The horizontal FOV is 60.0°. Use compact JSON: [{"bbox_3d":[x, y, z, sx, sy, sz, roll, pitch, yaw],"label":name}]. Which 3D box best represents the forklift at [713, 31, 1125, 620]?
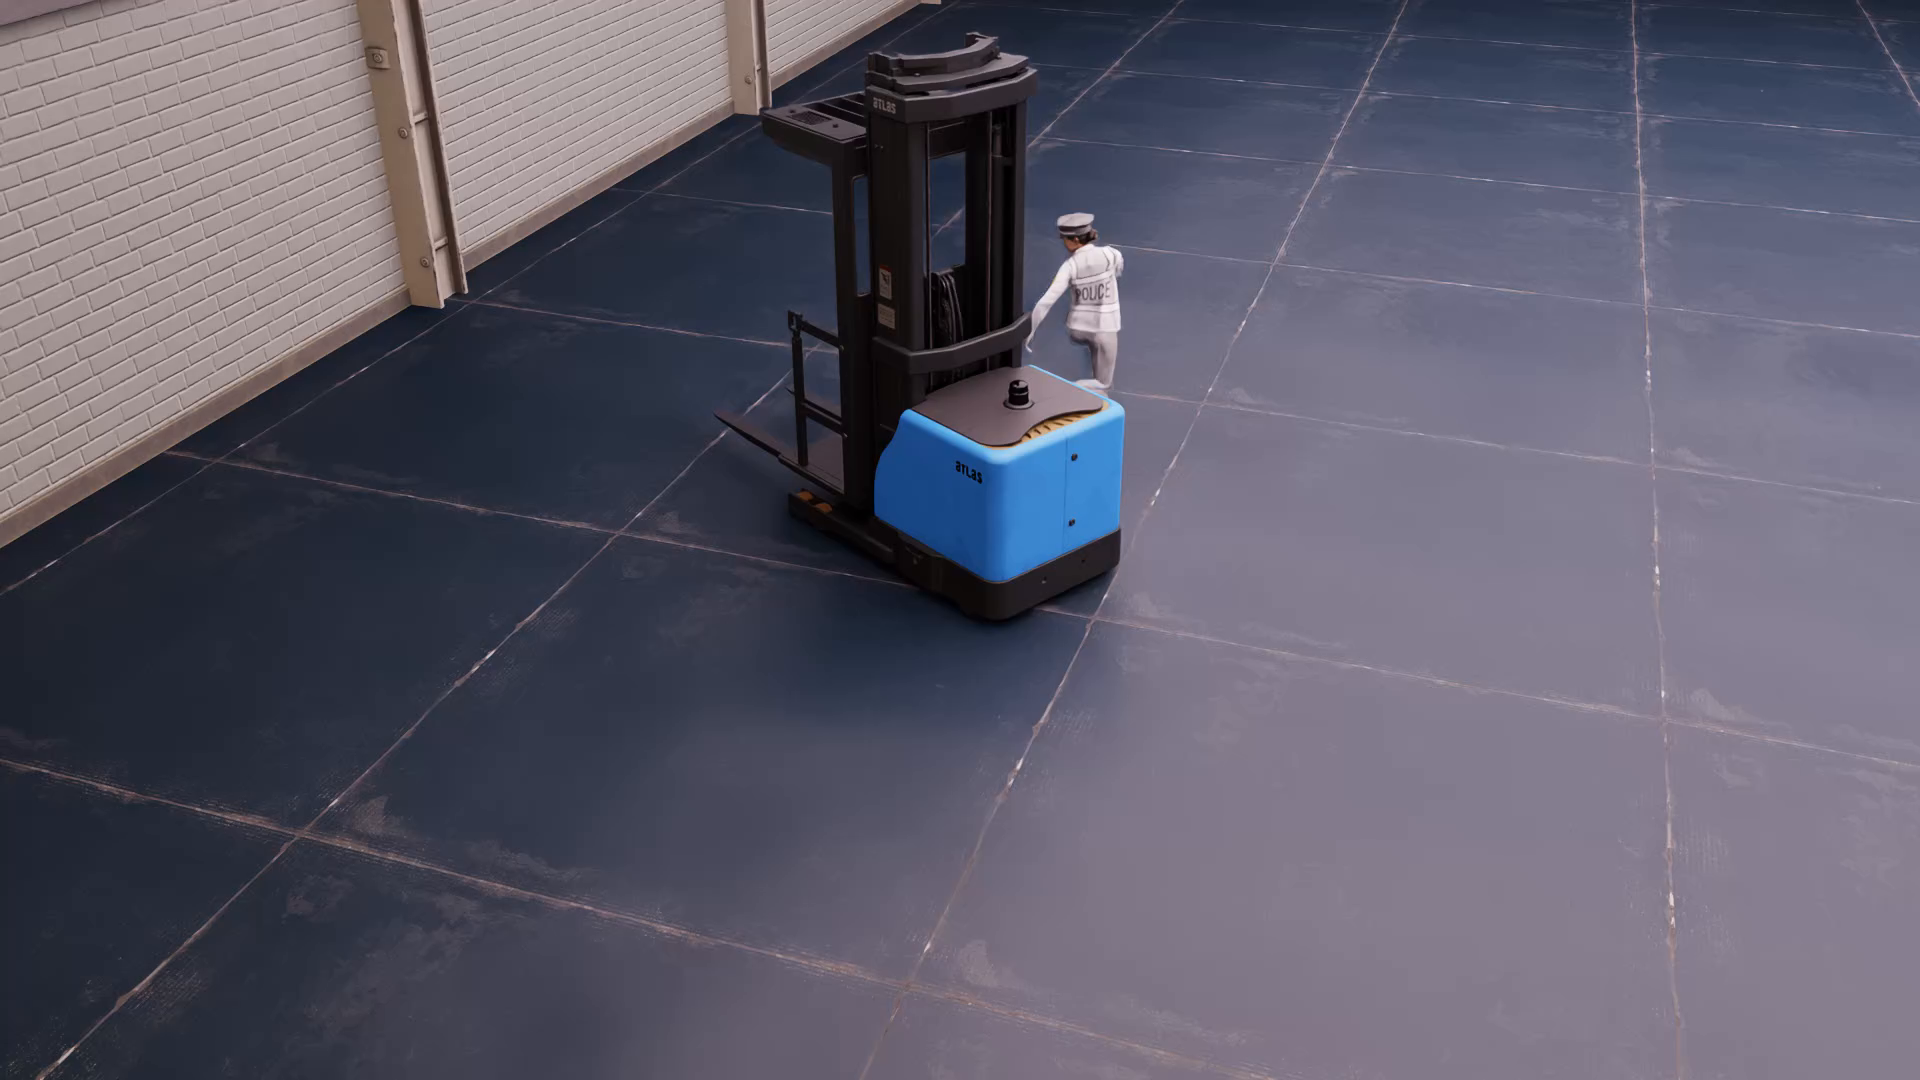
[{"bbox_3d":[-0.412,-1.482,9.737,1.130,2.935,3.031,-23,37,-35],"label":"forklift"}]

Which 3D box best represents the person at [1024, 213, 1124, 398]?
[{"bbox_3d":[0.797,-1.481,11.304,0.580,1.447,0.861,14,33,23],"label":"person"}]
